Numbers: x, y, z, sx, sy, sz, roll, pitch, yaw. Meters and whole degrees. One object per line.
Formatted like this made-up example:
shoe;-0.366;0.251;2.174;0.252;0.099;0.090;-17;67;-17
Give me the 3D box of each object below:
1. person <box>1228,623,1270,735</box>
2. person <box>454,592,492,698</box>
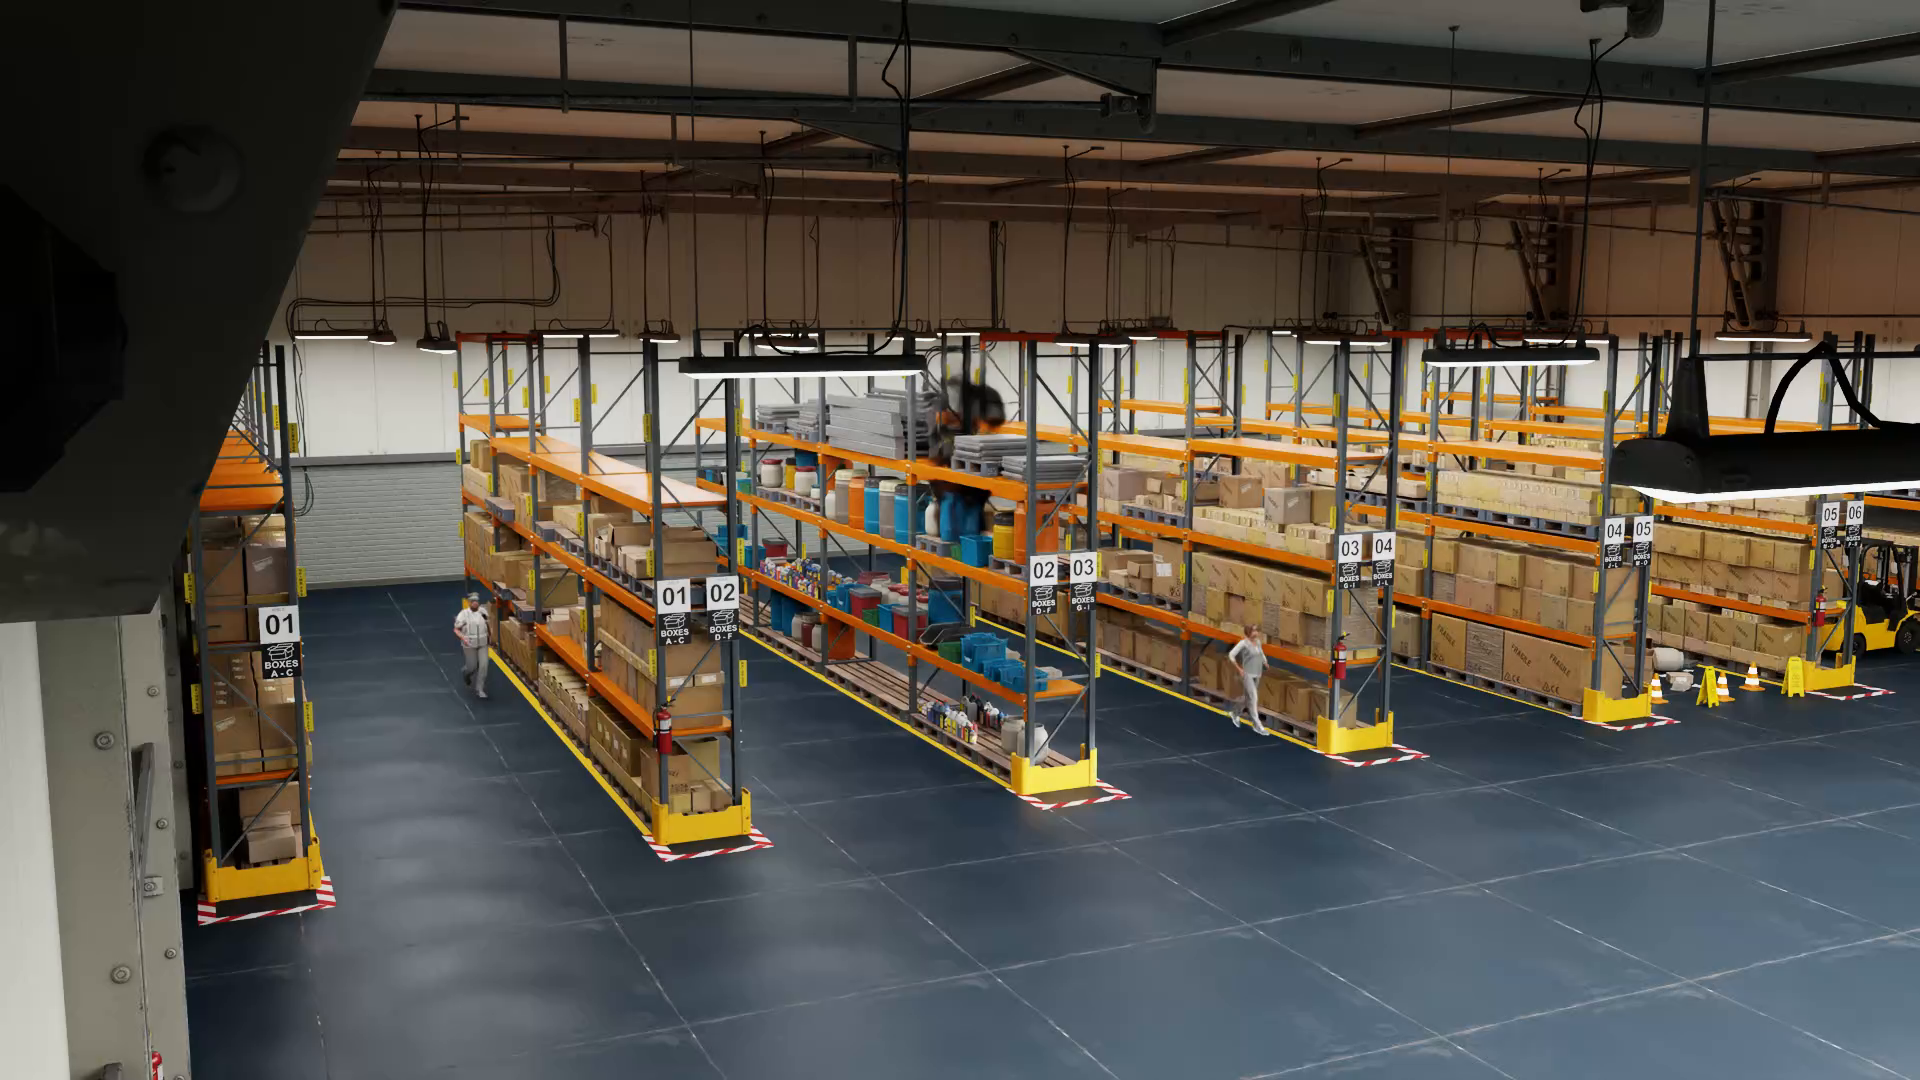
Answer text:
person;4.206;1.992;24.177;0.545;1.600;0.789;-6;10;-39
person;-8.112;1.733;27.816;0.663;1.757;0.752;-5;9;-34
